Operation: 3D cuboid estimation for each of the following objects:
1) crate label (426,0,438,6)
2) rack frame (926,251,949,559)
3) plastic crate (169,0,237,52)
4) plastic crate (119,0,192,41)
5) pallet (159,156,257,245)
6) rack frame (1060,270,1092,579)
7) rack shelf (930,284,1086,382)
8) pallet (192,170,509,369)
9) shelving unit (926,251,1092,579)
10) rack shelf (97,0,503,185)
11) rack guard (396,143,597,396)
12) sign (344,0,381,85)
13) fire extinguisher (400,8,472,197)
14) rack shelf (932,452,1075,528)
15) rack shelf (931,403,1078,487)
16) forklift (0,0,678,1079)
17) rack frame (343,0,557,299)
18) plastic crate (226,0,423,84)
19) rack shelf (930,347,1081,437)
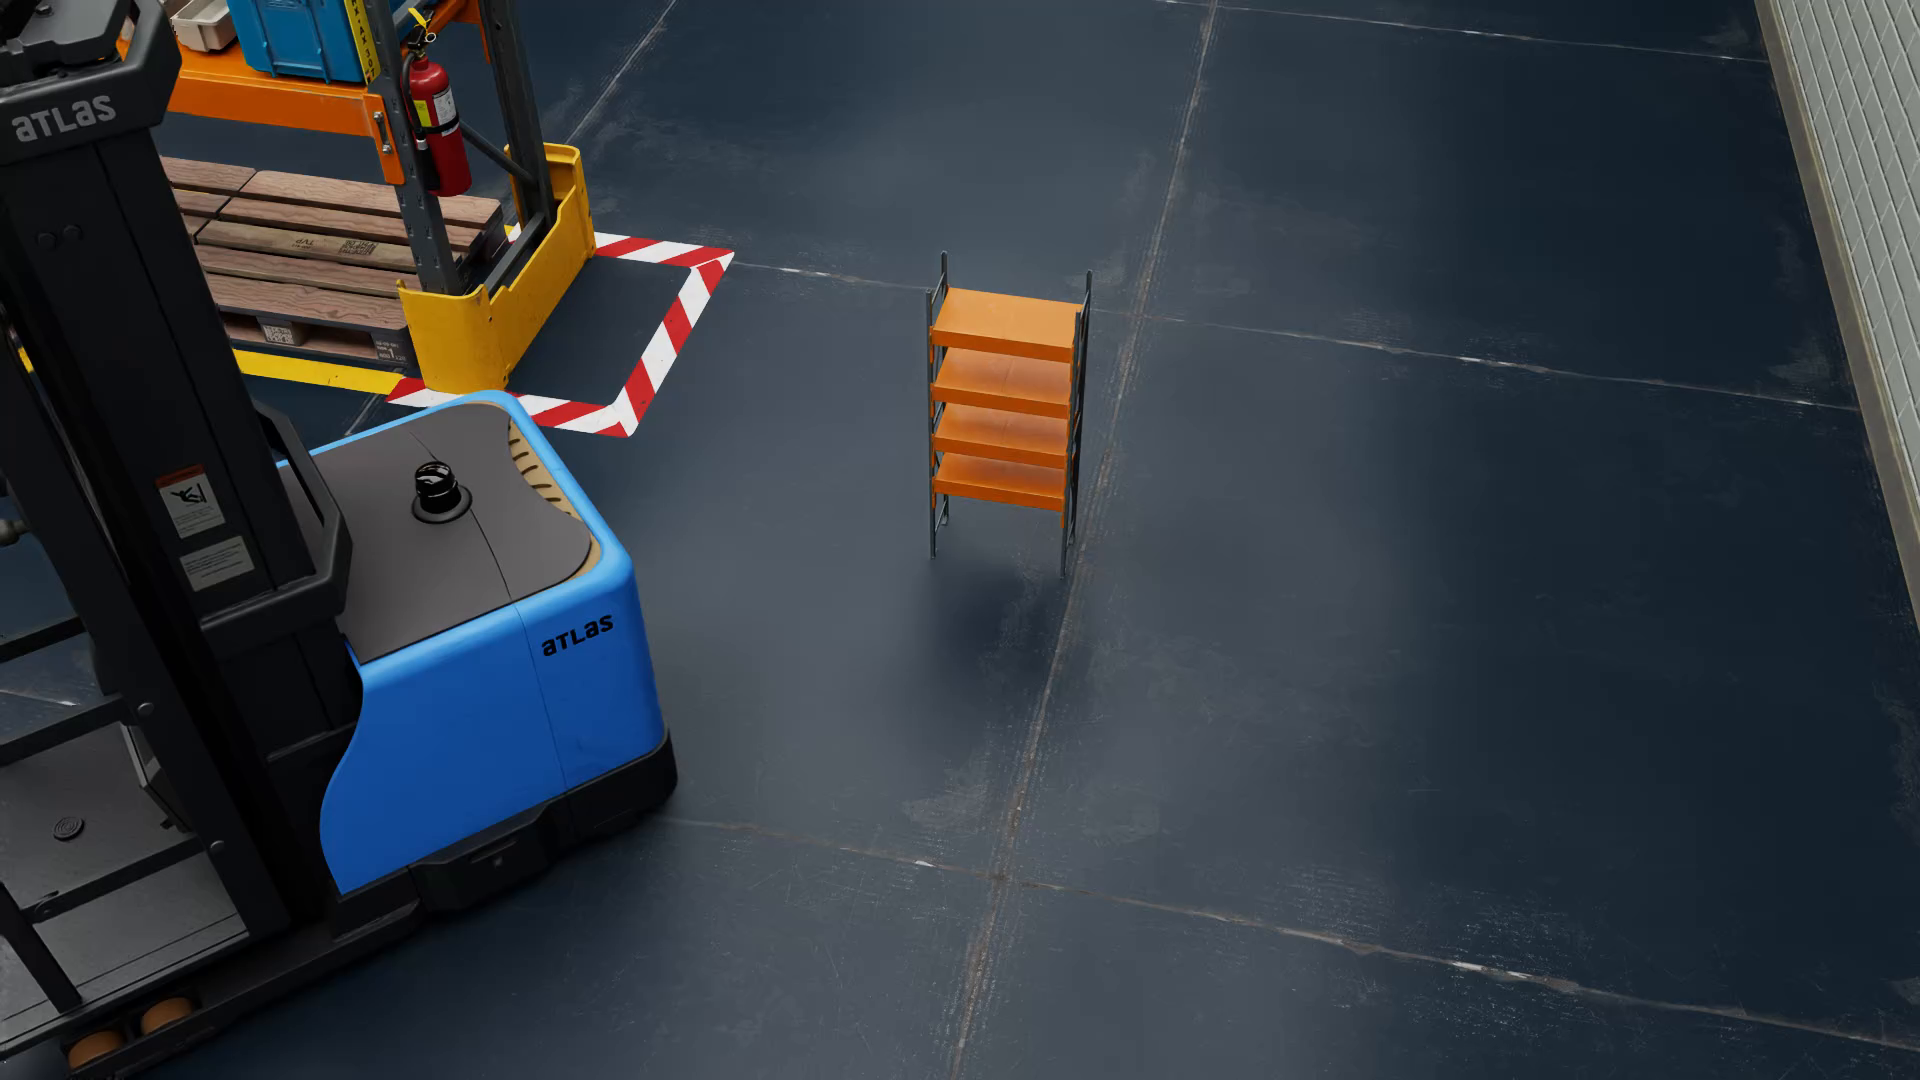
[{"bbox_3d":[-2.146,-2.295,6.549,0.303,0.233,0.416,9,45,9],"label":"crate label"},{"bbox_3d":[-0.077,-0.444,5.846,0.015,1.200,0.240,9,45,9],"label":"rack frame"},{"bbox_3d":[-2.812,-2.001,6.313,0.243,0.136,0.396,9,45,9],"label":"plastic crate"},{"bbox_3d":[-3.092,-2.054,6.368,0.243,0.136,0.396,9,45,9],"label":"plastic crate"},{"bbox_3d":[-3.960,-1.406,7.558,1.213,0.211,1.003,9,45,9],"label":"pallet"},{"bbox_3d":[0.400,-0.370,5.769,0.015,1.200,0.240,9,45,9],"label":"rack frame"},{"bbox_3d":[0.162,-0.690,5.535,0.480,0.148,0.258,9,45,9],"label":"rack shelf"},{"bbox_3d":[-2.773,-1.220,7.365,1.213,0.211,1.003,9,45,9],"label":"pallet"},{"bbox_3d":[0.162,-0.407,5.808,0.503,1.200,0.258,9,45,9],"label":"shelving unit"},{"bbox_3d":[-3.928,-2.117,6.805,4.000,0.370,1.077,9,45,9],"label":"rack shelf"},{"bbox_3d":[-1.950,-1.178,7.113,0.348,0.500,1.175,9,45,9],"label":"rack guard"},{"bbox_3d":[-2.081,-1.757,5.795,0.005,0.325,0.100,9,45,9],"label":"sign"},{"bbox_3d":[-1.929,-1.581,6.054,0.183,0.674,0.296,9,45,9],"label":"fire extinguisher"},{"bbox_3d":[0.162,-0.216,5.992,0.480,0.148,0.258,9,45,9],"label":"rack shelf"},{"bbox_3d":[0.162,-0.359,5.855,0.480,0.148,0.258,9,45,9],"label":"rack shelf"},{"bbox_3d":[-2.424,0.055,4.079,3.031,2.935,1.130,-24,49,-23],"label":"forklift"},{"bbox_3d":[-1.977,-2.073,6.241,0.127,3.000,1.000,9,45,9],"label":"rack frame"},{"bbox_3d":[-2.344,-2.032,6.129,0.499,0.435,0.616,9,45,9],"label":"plastic crate"},{"bbox_3d":[0.162,-0.520,5.699,0.480,0.148,0.258,9,45,9],"label":"rack shelf"}]
